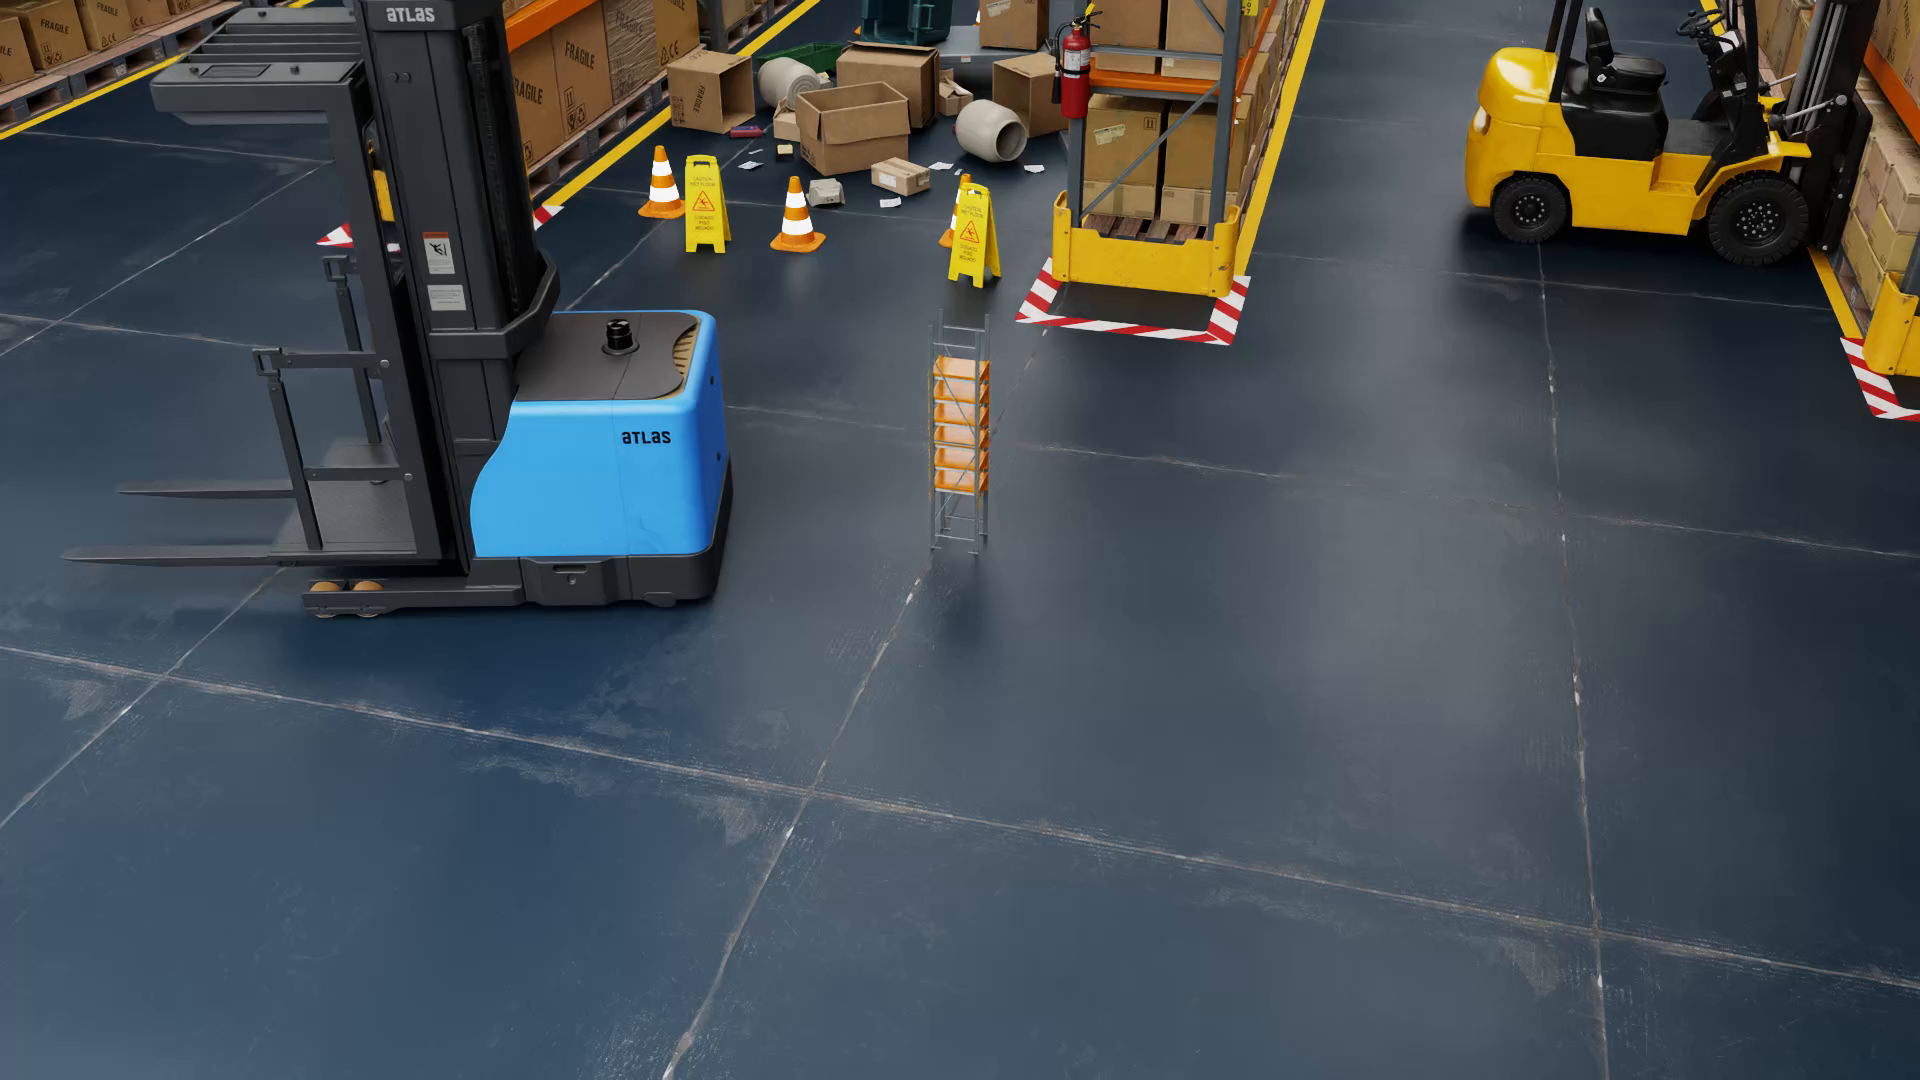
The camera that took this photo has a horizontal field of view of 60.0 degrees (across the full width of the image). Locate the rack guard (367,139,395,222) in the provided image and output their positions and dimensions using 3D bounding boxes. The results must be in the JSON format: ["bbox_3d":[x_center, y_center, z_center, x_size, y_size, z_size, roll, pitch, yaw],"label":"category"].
[{"bbox_3d":[-3.638,-2.503,11.721,1.175,0.500,0.348,8,33,12],"label":"rack guard"}]

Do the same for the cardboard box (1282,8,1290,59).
[{"bbox_3d":[2.327,-4.365,14.378,0.950,0.372,0.625,8,33,13],"label":"cardboard box"}]

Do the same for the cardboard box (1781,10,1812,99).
[{"bbox_3d":[7.120,-3.798,13.250,0.875,0.625,0.625,9,34,15],"label":"cardboard box"}]

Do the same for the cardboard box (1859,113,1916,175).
[{"bbox_3d":[6.041,-2.524,10.663,0.500,0.250,0.500,8,33,13],"label":"cardboard box"}]

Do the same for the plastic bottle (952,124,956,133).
[{"bbox_3d":[0.055,-3.370,13.494,0.133,0.061,0.283,14,35,21],"label":"plastic bottle"}]

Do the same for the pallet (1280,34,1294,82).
[{"bbox_3d":[2.393,-4.252,14.741,1.003,0.211,1.213,8,33,12],"label":"pallet"}]

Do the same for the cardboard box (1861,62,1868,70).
[{"bbox_3d":[6.433,-3.317,11.911,0.500,0.250,0.500,8,33,12],"label":"cardboard box"}]

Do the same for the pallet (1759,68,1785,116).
[{"bbox_3d":[7.148,-3.561,13.655,1.003,0.211,1.213,8,33,12],"label":"pallet"}]

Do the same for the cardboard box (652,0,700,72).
[{"bbox_3d":[-2.845,-4.609,14.294,0.875,0.875,0.875,9,33,13],"label":"cardboard box"}]

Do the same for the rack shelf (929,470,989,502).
[{"bbox_3d":[-0.004,-0.259,8.069,0.258,0.103,0.180,8,33,12],"label":"rack shelf"}]

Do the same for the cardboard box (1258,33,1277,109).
[{"bbox_3d":[2.050,-3.485,12.408,0.500,0.500,0.500,10,34,15],"label":"cardboard box"}]

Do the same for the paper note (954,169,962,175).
[{"bbox_3d":[-0.012,-2.798,12.641,0.032,0.001,0.123,8,33,12],"label":"paper note"}]

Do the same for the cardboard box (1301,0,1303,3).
[{"bbox_3d":[2.879,-5.492,16.151,0.950,0.372,0.625,7,33,11],"label":"cardboard box"}]

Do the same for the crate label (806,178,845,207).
[{"bbox_3d":[-0.978,-2.530,12.102,0.250,0.136,0.298,-8,33,-13],"label":"crate label"}]

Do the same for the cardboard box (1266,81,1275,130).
[{"bbox_3d":[2.181,-3.420,13.005,0.500,0.250,0.500,7,33,11],"label":"cardboard box"}]

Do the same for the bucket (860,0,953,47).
[{"bbox_3d":[-0.422,-4.521,14.200,0.726,0.611,0.620,20,28,29],"label":"bucket"}]

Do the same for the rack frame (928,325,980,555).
[{"bbox_3d":[-0.027,-0.451,7.842,0.240,1.200,0.006,8,33,12],"label":"rack frame"}]

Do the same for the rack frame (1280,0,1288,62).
[{"bbox_3d":[2.196,-5.024,13.357,1.000,3.000,0.127,8,33,12],"label":"rack frame"}]

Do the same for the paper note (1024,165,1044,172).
[{"bbox_3d":[0.569,-2.841,12.691,0.142,0.019,0.148,-3,33,-4],"label":"paper note"}]

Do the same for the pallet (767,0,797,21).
[{"bbox_3d":[-2.187,-5.515,16.728,1.003,0.211,1.213,8,33,12],"label":"pallet"}]

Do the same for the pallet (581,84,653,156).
[{"bbox_3d":[-3.193,-3.450,13.480,1.003,0.211,1.213,8,33,12],"label":"pallet"}]

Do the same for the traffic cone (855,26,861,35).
[{"bbox_3d":[-0.816,-5.065,15.787,0.336,0.463,0.334,8,33,12],"label":"traffic cone"}]

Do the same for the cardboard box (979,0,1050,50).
[{"bbox_3d":[0.467,-4.516,14.181,0.500,0.500,0.500,8,33,12],"label":"cardboard box"}]

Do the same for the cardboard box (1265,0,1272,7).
[{"bbox_3d":[2.031,-3.915,11.847,0.380,0.149,0.250,8,33,13],"label":"cardboard box"}]

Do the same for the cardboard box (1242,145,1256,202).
[{"bbox_3d":[1.790,-2.610,11.731,0.500,0.250,0.500,9,34,14],"label":"cardboard box"}]

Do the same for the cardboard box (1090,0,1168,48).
[{"bbox_3d":[1.053,-3.435,10.487,0.500,0.500,0.500,7,33,12],"label":"cardboard box"}]

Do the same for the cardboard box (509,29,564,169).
[{"bbox_3d":[-3.524,-3.211,12.095,0.875,0.875,0.875,8,33,13],"label":"cardboard box"}]

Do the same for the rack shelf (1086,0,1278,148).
[{"bbox_3d":[1.689,-3.683,11.918,1.077,0.370,4.000,8,33,12],"label":"rack shelf"}]

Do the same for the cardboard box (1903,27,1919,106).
[{"bbox_3d":[5.995,-2.876,9.885,0.500,0.500,0.500,9,34,14],"label":"cardboard box"}]

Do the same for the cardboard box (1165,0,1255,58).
[{"bbox_3d":[1.570,-3.324,10.313,0.500,0.500,0.500,8,33,12],"label":"cardboard box"}]

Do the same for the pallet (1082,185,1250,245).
[{"bbox_3d":[1.441,-2.228,11.558,1.003,0.211,1.213,8,33,12],"label":"pallet"}]

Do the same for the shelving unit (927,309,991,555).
[{"bbox_3d":[-0.004,-0.499,7.916,0.258,1.200,0.189,8,33,12],"label":"shelving unit"}]

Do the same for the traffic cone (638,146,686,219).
[{"bbox_3d":[-2.124,-2.582,11.880,0.336,0.463,0.334,8,33,12],"label":"traffic cone"}]

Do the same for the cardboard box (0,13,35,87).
[{"bbox_3d":[-8.111,-4.057,13.774,0.500,0.500,0.500,17,36,25],"label":"cardboard box"}]

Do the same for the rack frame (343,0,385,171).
[{"bbox_3d":[-3.632,-3.570,11.070,1.000,3.000,0.127,8,33,12],"label":"rack frame"}]

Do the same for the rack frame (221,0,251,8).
[{"bbox_3d":[-7.389,-6.373,15.479,1.000,3.000,0.127,8,33,12],"label":"rack frame"}]

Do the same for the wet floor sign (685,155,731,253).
[{"bbox_3d":[-1.724,-2.292,11.254,0.267,0.644,0.232,3,33,4],"label":"wet floor sign"}]

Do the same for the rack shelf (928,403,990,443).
[{"bbox_3d":[-0.004,-0.563,7.876,0.258,0.103,0.180,8,33,12],"label":"rack shelf"}]

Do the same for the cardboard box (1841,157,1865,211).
[{"bbox_3d":[6.053,-2.327,10.820,0.500,0.250,0.500,7,33,11],"label":"cardboard box"}]

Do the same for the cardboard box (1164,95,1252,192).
[{"bbox_3d":[1.659,-2.675,11.135,0.500,0.500,0.500,7,33,11],"label":"cardboard box"}]

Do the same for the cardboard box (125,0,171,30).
[{"bbox_3d":[-7.667,-4.995,15.250,0.500,0.500,0.500,19,37,27],"label":"cardboard box"}]

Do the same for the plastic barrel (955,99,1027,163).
[{"bbox_3d":[0.241,-3.139,12.793,0.421,0.421,0.512,-21,38,-29],"label":"plastic barrel"}]

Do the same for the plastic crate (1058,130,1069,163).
[{"bbox_3d":[1.005,-3.089,13.034,0.402,0.080,0.583,-3,33,-4],"label":"plastic crate"}]

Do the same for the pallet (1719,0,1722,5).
[{"bbox_3d":[8.240,-5.631,16.912,1.003,0.211,1.213,8,33,12],"label":"pallet"}]

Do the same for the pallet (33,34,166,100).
[{"bbox_3d":[-7.833,-4.208,14.673,1.003,0.211,1.213,8,33,12],"label":"pallet"}]

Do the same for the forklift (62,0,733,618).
[{"bbox_3d":[-2.661,-1.165,7.350,3.031,2.935,1.130,-1,32,-1],"label":"forklift"}]

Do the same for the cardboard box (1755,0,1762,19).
[{"bbox_3d":[7.684,-4.939,15.045,0.875,0.625,0.625,9,34,14],"label":"cardboard box"}]

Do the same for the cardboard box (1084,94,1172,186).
[{"bbox_3d":[1.132,-2.733,11.226,0.500,0.500,0.500,8,33,13],"label":"cardboard box"}]

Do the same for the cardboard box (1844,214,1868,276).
[{"bbox_3d":[5.932,-1.835,10.512,0.500,0.250,0.500,8,33,12],"label":"cardboard box"}]

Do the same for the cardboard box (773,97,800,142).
[{"bbox_3d":[-1.272,-3.349,13.271,0.396,0.266,0.258,14,35,21],"label":"cardboard box"}]
